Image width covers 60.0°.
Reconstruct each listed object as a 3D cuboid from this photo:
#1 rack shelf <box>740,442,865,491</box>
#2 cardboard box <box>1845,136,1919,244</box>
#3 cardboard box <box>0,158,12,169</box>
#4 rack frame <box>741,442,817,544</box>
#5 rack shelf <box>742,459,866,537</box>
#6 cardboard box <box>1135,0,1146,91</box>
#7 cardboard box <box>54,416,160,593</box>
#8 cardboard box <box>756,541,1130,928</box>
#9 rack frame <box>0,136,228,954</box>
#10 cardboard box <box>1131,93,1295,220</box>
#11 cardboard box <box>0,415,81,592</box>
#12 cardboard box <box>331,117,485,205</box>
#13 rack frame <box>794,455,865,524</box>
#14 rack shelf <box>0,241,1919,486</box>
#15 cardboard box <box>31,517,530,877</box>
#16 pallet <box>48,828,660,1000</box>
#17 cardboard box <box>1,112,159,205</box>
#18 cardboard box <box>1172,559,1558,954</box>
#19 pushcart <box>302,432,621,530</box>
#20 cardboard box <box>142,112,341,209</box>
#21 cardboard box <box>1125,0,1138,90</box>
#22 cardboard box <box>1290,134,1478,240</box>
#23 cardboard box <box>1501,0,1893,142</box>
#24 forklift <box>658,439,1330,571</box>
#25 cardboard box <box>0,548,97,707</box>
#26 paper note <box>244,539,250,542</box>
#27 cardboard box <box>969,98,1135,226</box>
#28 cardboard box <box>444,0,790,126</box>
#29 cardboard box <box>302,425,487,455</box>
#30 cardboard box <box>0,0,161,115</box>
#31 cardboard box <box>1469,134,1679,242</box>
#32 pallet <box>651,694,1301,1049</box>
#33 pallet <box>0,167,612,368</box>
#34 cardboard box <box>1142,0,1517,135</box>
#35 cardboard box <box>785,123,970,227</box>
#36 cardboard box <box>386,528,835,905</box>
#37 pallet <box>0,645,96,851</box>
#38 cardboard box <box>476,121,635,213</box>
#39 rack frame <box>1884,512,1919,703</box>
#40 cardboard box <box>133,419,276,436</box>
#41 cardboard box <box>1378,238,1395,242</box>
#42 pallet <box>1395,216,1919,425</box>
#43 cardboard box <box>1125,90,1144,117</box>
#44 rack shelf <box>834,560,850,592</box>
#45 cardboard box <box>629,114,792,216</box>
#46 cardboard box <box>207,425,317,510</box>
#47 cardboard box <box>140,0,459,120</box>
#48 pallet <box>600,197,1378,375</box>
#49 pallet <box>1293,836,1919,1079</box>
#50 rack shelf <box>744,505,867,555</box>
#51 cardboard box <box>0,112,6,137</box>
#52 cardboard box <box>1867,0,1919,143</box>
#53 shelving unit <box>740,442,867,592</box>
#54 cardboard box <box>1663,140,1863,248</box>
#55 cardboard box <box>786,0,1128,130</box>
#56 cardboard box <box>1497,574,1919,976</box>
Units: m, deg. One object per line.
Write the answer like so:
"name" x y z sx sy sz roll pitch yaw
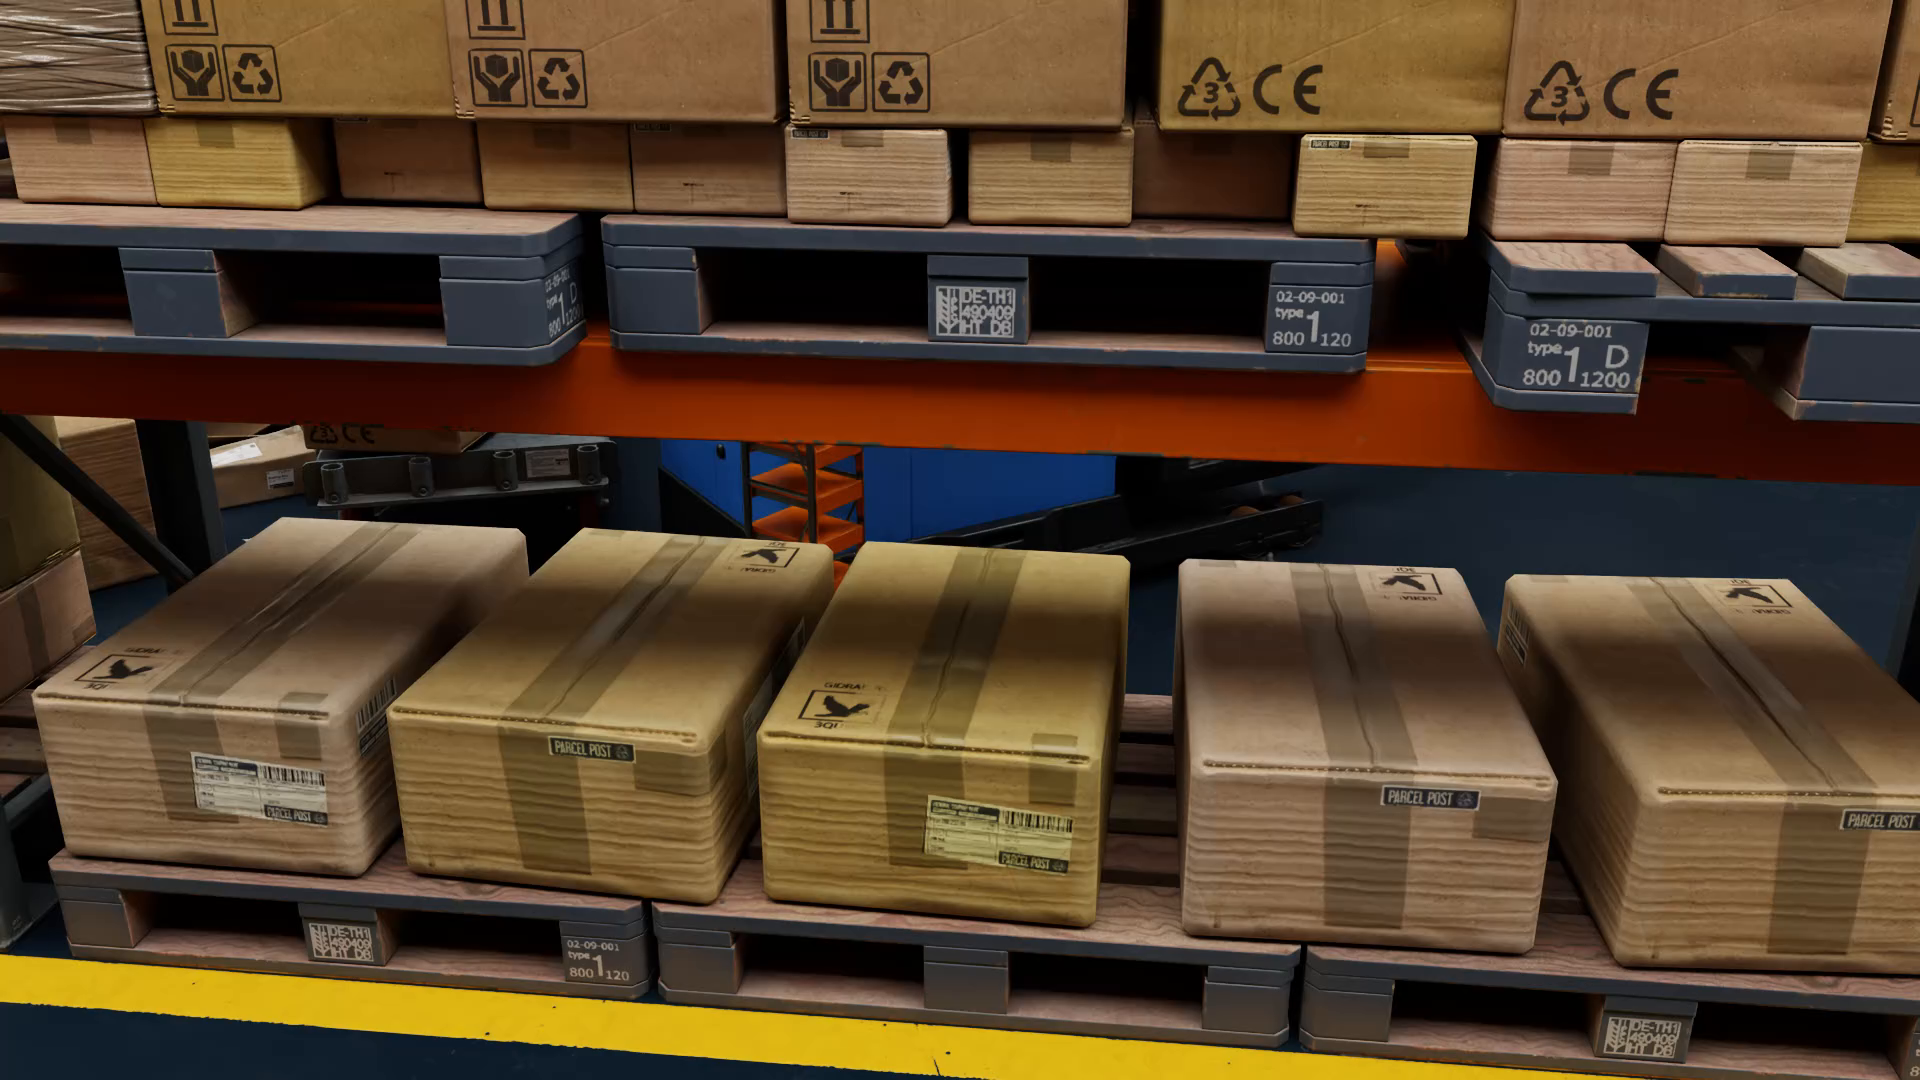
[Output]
"rack shelf" -0.395 -0.221 4.160 0.258 0.103 0.180 15 26 34
"cardboard box" 1.427 -0.568 2.568 0.250 0.149 0.380 3 22 7
"cardboard box" -2.193 -0.763 3.633 0.250 0.149 0.380 2 22 6
"rack frame" -0.449 -0.123 4.120 0.240 1.200 0.006 15 26 34
"rack shelf" -0.395 -0.109 4.204 0.258 0.103 0.180 15 26 34
"cardboard box" 0.589 -1.101 3.033 0.500 0.500 0.500 3 22 7
"cardboard box" -2.822 -0.131 5.089 0.500 0.500 0.500 -19 28 -40
"cardboard box" 0.009 0.358 3.457 0.625 0.372 0.950 3 22 8
"rack frame" -1.918 -0.750 3.256 0.127 3.000 1.000 2 22 6
"cardboard box" 0.412 -0.640 2.750 0.250 0.149 0.380 3 22 7
"cardboard box" -2.472 -0.139 3.860 0.500 0.500 0.500 4 22 9
"cardboard box" -0.869 -0.690 2.877 0.250 0.149 0.380 4 22 10
"rack frame" -0.340 -0.177 4.256 0.240 1.200 0.006 15 26 34
"rack shelf" 0.069 -0.328 3.169 4.000 0.370 1.077 2 22 6
"cardboard box" -1.396 0.299 3.607 0.625 0.372 0.950 3 22 7
"pallet" -1.144 0.580 3.685 1.213 0.211 1.003 2 22 6
"cardboard box" -1.406 -0.689 2.873 0.250 0.149 0.380 3 22 7
"cardboard box" 0.761 0.393 3.368 0.625 0.372 0.950 2 22 5
"pushcart" -1.699 -0.365 5.849 0.936 0.377 1.648 -5 22 -12
"cardboard box" -1.159 -0.675 2.837 0.250 0.149 0.380 3 22 7
"cardboard box" 0.093 -1.126 3.095 0.500 0.500 0.500 2 22 4
"cardboard box" 0.647 -0.584 2.606 0.250 0.149 0.380 3 22 7
"cardboard box" 1.056 -0.893 2.507 0.500 0.500 0.500 2 22 5
"forklift" 0.582 -1.454 5.132 3.031 2.935 1.130 -13 25 -29
"cardboard box" -2.472 0.210 3.998 0.500 0.250 0.500 2 22 4
"paper note" -2.243 -0.015 5.435 0.142 0.019 0.148 2 22 6
"cardboard box" 0.153 -0.621 2.702 0.250 0.149 0.380 2 22 5
"cardboard box" -0.499 -0.957 2.668 0.500 0.500 0.500 2 22 6
"cardboard box" -1.738 -0.590 5.223 0.500 0.500 0.500 2 22 6
"cardboard box" -1.486 -1.005 2.789 0.500 0.500 0.500 3 22 8
"cardboard box" 0.922 -0.577 2.589 0.250 0.149 0.380 1 22 4
"pallet" 0.071 0.632 3.553 1.213 0.211 1.003 2 22 6
"pallet" -1.176 -0.574 3.073 1.213 0.211 1.003 2 22 6
"cardboard box" 0.554 -0.915 2.561 0.500 0.500 0.500 1 22 3
"cardboard box" -0.115 -0.622 2.704 0.250 0.149 0.380 3 22 8
"cardboard box" -0.682 0.329 3.531 0.625 0.372 0.950 4 22 10
"pallet" -2.589 0.531 3.809 1.213 0.211 1.003 2 22 6
"cardboard box" -0.618 -0.664 2.810 0.250 0.149 0.380 3 22 7
"rack frame" 2.055 -0.576 2.818 0.127 3.000 1.000 2 22 6
"cardboard box" -2.918 -0.636 6.179 0.503 0.637 0.797 2 22 6
"cardboard box" 1.943 -1.596 7.887 0.750 0.750 1.050 2 22 6
"pallet" 1.334 -0.479 2.833 1.003 0.211 1.213 2 22 6
"cardboard box" 0.406 -0.789 3.127 0.250 0.149 0.380 3 22 8
"rack shelf" -0.395 0.114 4.292 0.258 0.103 0.180 15 26 34
"cardboard box" -0.373 -0.653 2.781 0.250 0.149 0.380 3 22 7
"cardboard box" -2.474 -0.297 5.830 0.396 0.266 0.258 -14 25 -31
"cardboard box" -0.988 -0.983 2.735 0.500 0.500 0.500 3 22 6
"pallet" 0.084 -0.558 3.032 1.213 0.211 1.003 2 22 6
"pallet" 1.279 0.686 3.418 1.213 0.211 1.003 2 22 6
"rack shelf" -0.395 0.003 4.248 0.258 0.103 0.180 15 26 34
"cardboard box" -2.322 -1.055 3.488 0.500 0.500 0.500 2 22 6
"cardboard box" 1.570 -0.875 2.461 0.500 0.500 0.500 2 22 5
"shelving unit" -0.395 -0.150 4.188 0.258 1.200 0.189 15 26 34
"cardboard box" 1.171 -0.563 2.554 0.250 0.149 0.380 2 22 6
"cardboard box" 0.012 -0.939 2.622 0.500 0.500 0.500 2 22 4
"cardboard box" 1.495 0.422 3.295 0.625 0.372 0.950 1 22 3
